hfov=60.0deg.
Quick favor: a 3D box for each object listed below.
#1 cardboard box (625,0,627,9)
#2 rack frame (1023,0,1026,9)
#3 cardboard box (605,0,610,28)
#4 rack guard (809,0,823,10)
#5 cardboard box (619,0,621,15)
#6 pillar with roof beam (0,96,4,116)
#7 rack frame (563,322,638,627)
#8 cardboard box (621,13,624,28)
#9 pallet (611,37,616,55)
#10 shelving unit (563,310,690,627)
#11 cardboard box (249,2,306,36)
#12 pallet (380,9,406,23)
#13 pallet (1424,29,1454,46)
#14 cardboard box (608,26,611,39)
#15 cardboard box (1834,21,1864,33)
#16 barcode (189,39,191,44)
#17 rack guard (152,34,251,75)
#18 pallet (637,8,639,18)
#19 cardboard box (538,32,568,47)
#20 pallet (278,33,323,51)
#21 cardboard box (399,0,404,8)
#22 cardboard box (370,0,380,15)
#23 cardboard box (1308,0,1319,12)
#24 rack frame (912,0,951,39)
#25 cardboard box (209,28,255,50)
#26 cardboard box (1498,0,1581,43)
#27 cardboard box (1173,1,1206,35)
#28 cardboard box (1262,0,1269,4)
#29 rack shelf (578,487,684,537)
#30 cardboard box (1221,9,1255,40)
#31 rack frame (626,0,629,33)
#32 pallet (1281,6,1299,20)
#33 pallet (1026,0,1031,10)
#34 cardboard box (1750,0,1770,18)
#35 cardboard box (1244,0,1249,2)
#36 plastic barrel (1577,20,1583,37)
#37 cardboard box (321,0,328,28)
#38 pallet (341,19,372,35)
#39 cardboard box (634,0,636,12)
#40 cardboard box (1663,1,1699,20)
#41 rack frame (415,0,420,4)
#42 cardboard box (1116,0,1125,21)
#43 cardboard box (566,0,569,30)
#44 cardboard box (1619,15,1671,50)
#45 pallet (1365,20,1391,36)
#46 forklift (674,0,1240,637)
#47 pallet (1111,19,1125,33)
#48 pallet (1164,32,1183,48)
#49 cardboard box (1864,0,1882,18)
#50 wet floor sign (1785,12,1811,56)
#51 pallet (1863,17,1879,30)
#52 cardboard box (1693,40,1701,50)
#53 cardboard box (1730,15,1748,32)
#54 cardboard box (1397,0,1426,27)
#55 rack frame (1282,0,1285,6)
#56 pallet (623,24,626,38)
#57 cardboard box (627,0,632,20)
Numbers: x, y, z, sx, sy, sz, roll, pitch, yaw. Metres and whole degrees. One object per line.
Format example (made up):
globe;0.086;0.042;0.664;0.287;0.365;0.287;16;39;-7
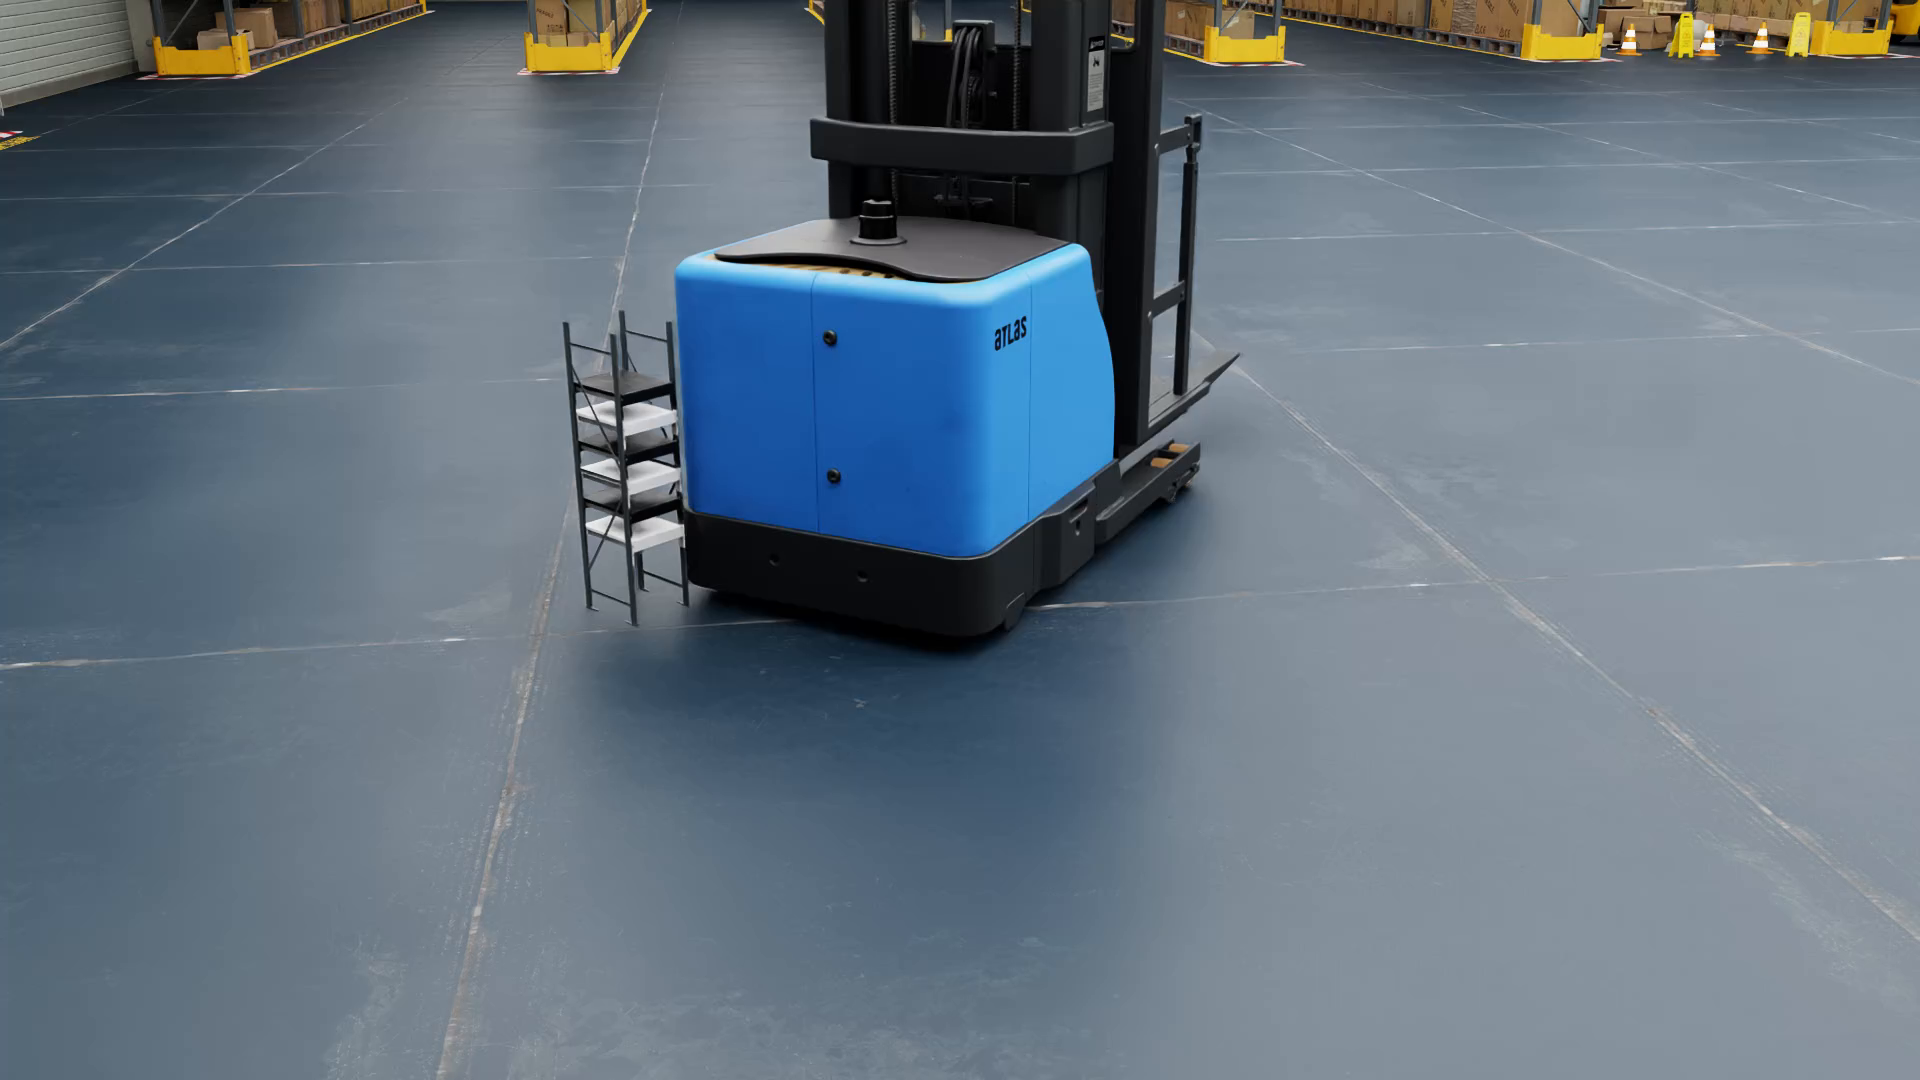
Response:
cardboard box;-6.365;-9.855;30.344;0.500;0.311;0.500;-2;21;-6
rack frame;1.966;-14.121;39.237;1.000;3.000;0.127;-3;21;-8
cardboard box;-5.602;-8.059;25.266;0.500;0.500;0.500;-3;21;-8
rack guard;-2.952;-12.708;39.026;1.175;0.500;0.348;-3;21;-8
cardboard box;-6.064;-9.148;28.450;0.500;0.311;0.500;-4;21;-10
pillar with roof beam;-6.264;-8.981;16.900;9.100;9.000;0.400;-3;21;-8
rack frame;-1.065;-0.187;4.931;0.240;0.900;0.006;17;26;38
cardboard box;-6.143;-9.061;29.020;0.500;0.250;0.500;-3;21;-7
pallet;-6.035;-7.884;26.524;1.003;0.211;1.213;-3;21;-8
shelving unit;-0.998;-0.214;5.003;0.258;0.900;0.210;17;26;38
cardboard box;-11.132;-8.506;27.147;0.700;0.500;0.500;-2;21;-6
pallet;-12.195;-10.948;34.726;1.003;0.211;1.213;-3;21;-8
pallet;8.651;-8.608;28.462;1.003;0.211;1.213;-3;21;-8
cardboard box;-5.603;-7.708;25.397;0.500;0.250;0.500;-3;21;-8
cardboard box;14.236;-8.283;26.936;0.500;0.250;0.500;-3;21;-8
barcode;-10.842;-7.013;23.407;0.001;0.075;0.075;-3;21;-8
rack guard;-10.443;-6.687;22.906;1.175;0.500;0.348;-3;21;-8
pallet;-7.359;-11.169;35.320;1.003;0.211;1.213;-3;21;-8
cardboard box;-5.901;-7.163;23.936;0.500;0.250;0.500;-3;21;-8
pallet;-11.123;-8.180;27.316;1.003;0.211;1.213;-3;21;-8
cardboard box;-12.310;-11.629;35.536;0.700;0.500;0.500;-2;21;-6
cardboard box;-11.809;-10.650;32.417;0.750;0.750;0.750;-2;21;-6
cardboard box;7.525;-11.169;34.306;0.500;0.500;0.500;-4;21;-10
rack frame;-0.629;-8.332;23.736;1.000;3.000;0.127;-3;21;-8
cardboard box;-10.525;-7.220;23.974;0.500;0.311;0.500;-1;21;-3
cardboard box;9.032;-8.230;25.899;0.875;0.875;0.875;-3;21;-7
cardboard box;3.804;-8.654;27.571;0.500;0.500;0.500;4;21;9
cardboard box;7.015;-12.114;37.337;0.380;0.149;0.250;-4;21;-10
rack shelf;-0.998;-0.098;5.046;0.258;0.077;0.200;17;26;38
cardboard box;4.199;-7.824;25.350;0.500;0.500;0.500;1;20;2
rack frame;-6.684;-10.853;30.487;1.000;3.000;0.127;-3;21;-8
pallet;7.579;-11.376;35.872;1.003;0.211;1.213;-3;21;-8
pallet;2.159;-12.542;38.995;1.003;0.211;1.213;-3;21;-8
cardboard box;13.561;-8.961;27.680;0.500;0.500;0.500;-3;21;-9
cardboard box;6.818;-12.560;38.531;0.380;0.149;0.250;-4;21;-10
plastic barrel;10.300;-8.659;28.296;0.512;0.421;0.421;12;24;30
cardboard box;-11.471;-9.206;29.021;0.700;0.500;0.500;-3;21;-8
pallet;-11.625;-9.572;31.044;1.003;0.211;1.213;-3;21;-8
cardboard box;-6.843;-10.945;33.677;0.500;0.500;0.500;-3;21;-8
cardboard box;13.424;-9.613;30.324;0.950;0.372;0.625;-3;21;-7
rack frame;-12.739;-13.372;37.231;1.000;3.000;0.127;-3;21;-8
cardboard box;3.328;-9.964;31.051;0.700;0.500;0.500;-5;21;-12
cardboard box;-6.062;-7.859;24.729;0.500;0.500;0.500;-3;21;-8
cardboard box;11.320;-8.392;27.467;0.637;0.503;0.797;17;27;39
pallet;8.253;-9.562;31.016;1.003;0.211;1.213;-3;21;-8
forklift;0.253;-1.570;5.732;1.130;2.935;3.031;10;23;25
pallet;3.230;-9.774;31.585;1.003;0.211;1.213;-3;21;-8
pallet;3.827;-8.429;27.983;1.003;0.211;1.213;-3;21;-8
cardboard box;18.113;-10.512;32.367;0.875;0.625;0.625;-4;21;-10
wet floor sign;13.047;-7.859;25.835;0.267;0.644;0.232;4;21;11
pallet;18.090;-10.088;32.424;1.003;0.211;1.213;-3;21;-8
cardboard box;11.891;-8.097;27.184;0.380;0.149;0.250;8;22;20
cardboard box;13.487;-8.789;28.291;0.500;0.250;0.500;-3;21;-8
cardboard box;8.440;-9.535;29.573;1.050;0.750;0.750;-3;21;-8
rack frame;7.465;-12.951;36.106;1.000;3.000;0.127;-3;21;-8
pallet;-6.604;-9.260;30.207;1.003;0.211;1.213;-3;21;-8
cardboard box;-6.467;-10.060;31.308;0.500;0.500;0.500;-2;21;-5
